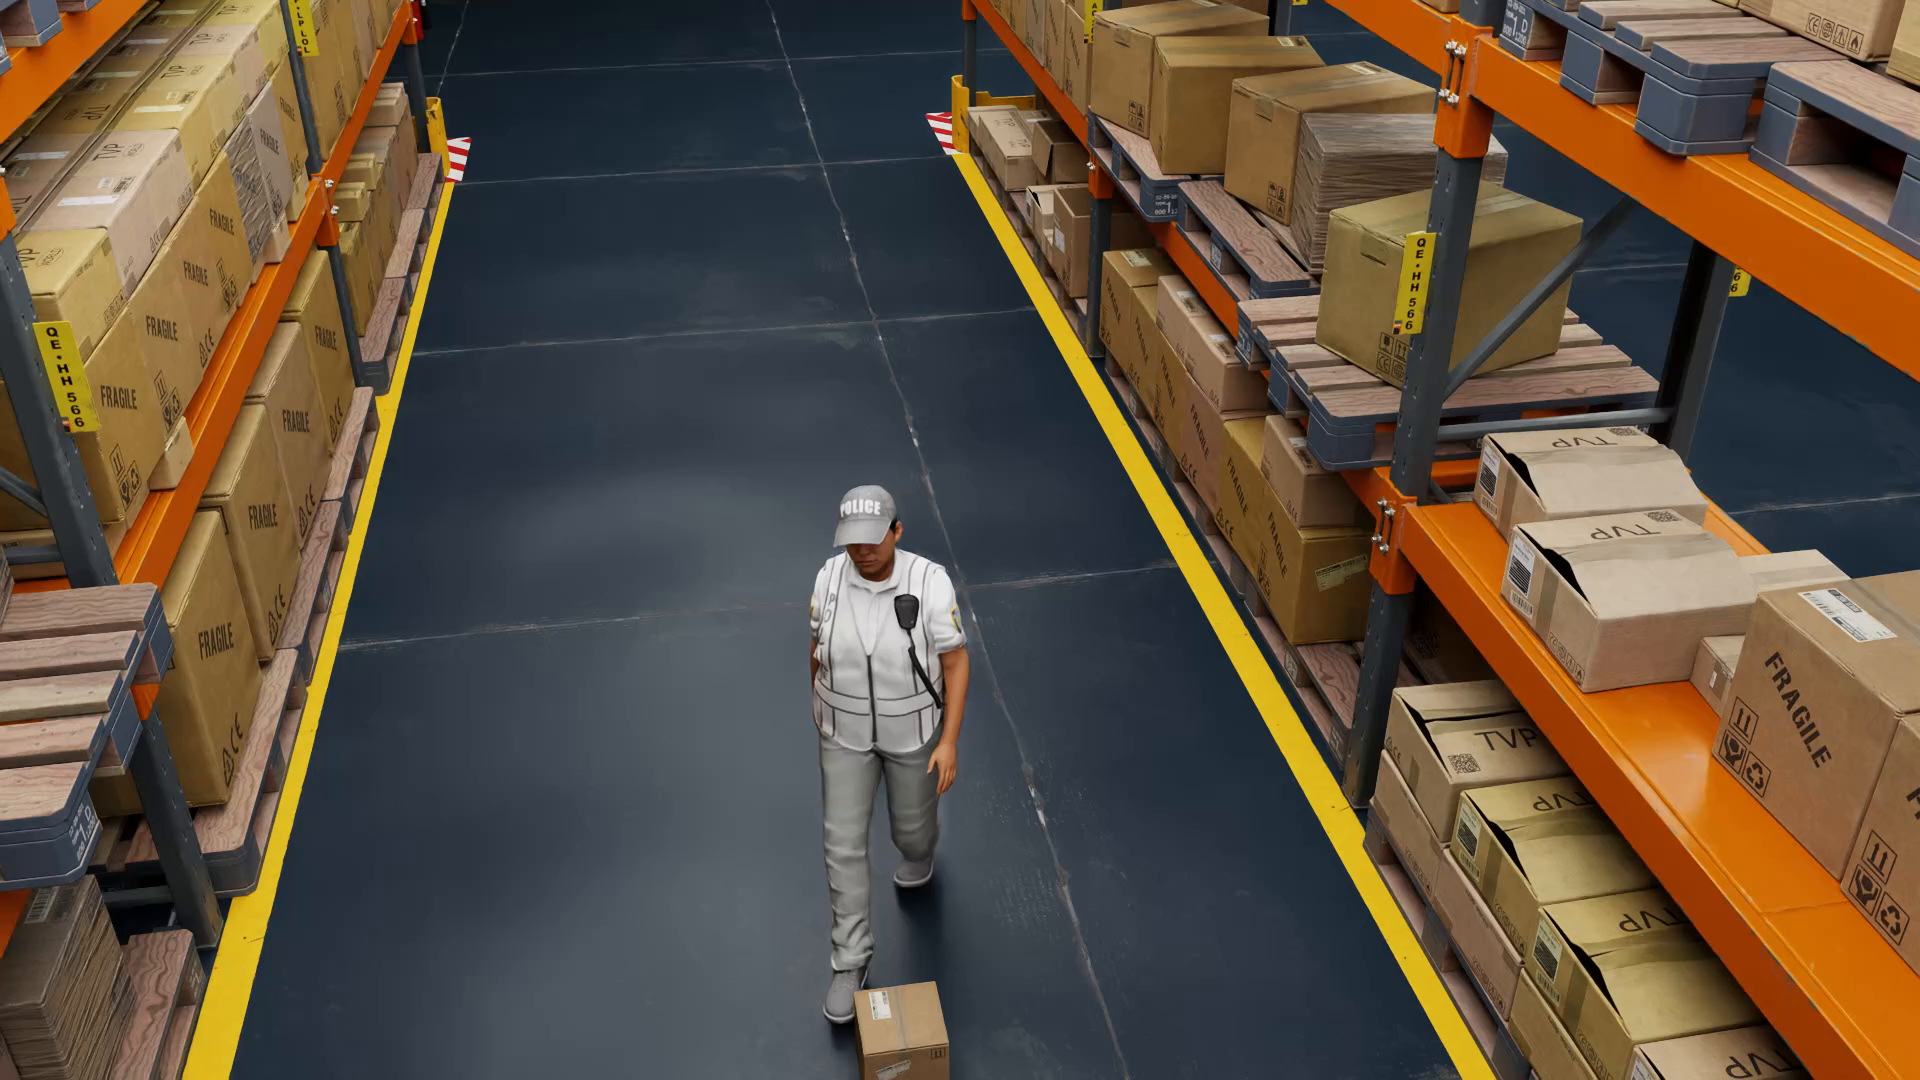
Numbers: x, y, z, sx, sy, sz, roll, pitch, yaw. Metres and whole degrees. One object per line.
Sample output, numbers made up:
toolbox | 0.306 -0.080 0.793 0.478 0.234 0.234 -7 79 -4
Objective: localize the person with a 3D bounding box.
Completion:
person | -0.243 0.630 5.112 0.524 1.594 0.905 3 31 5
